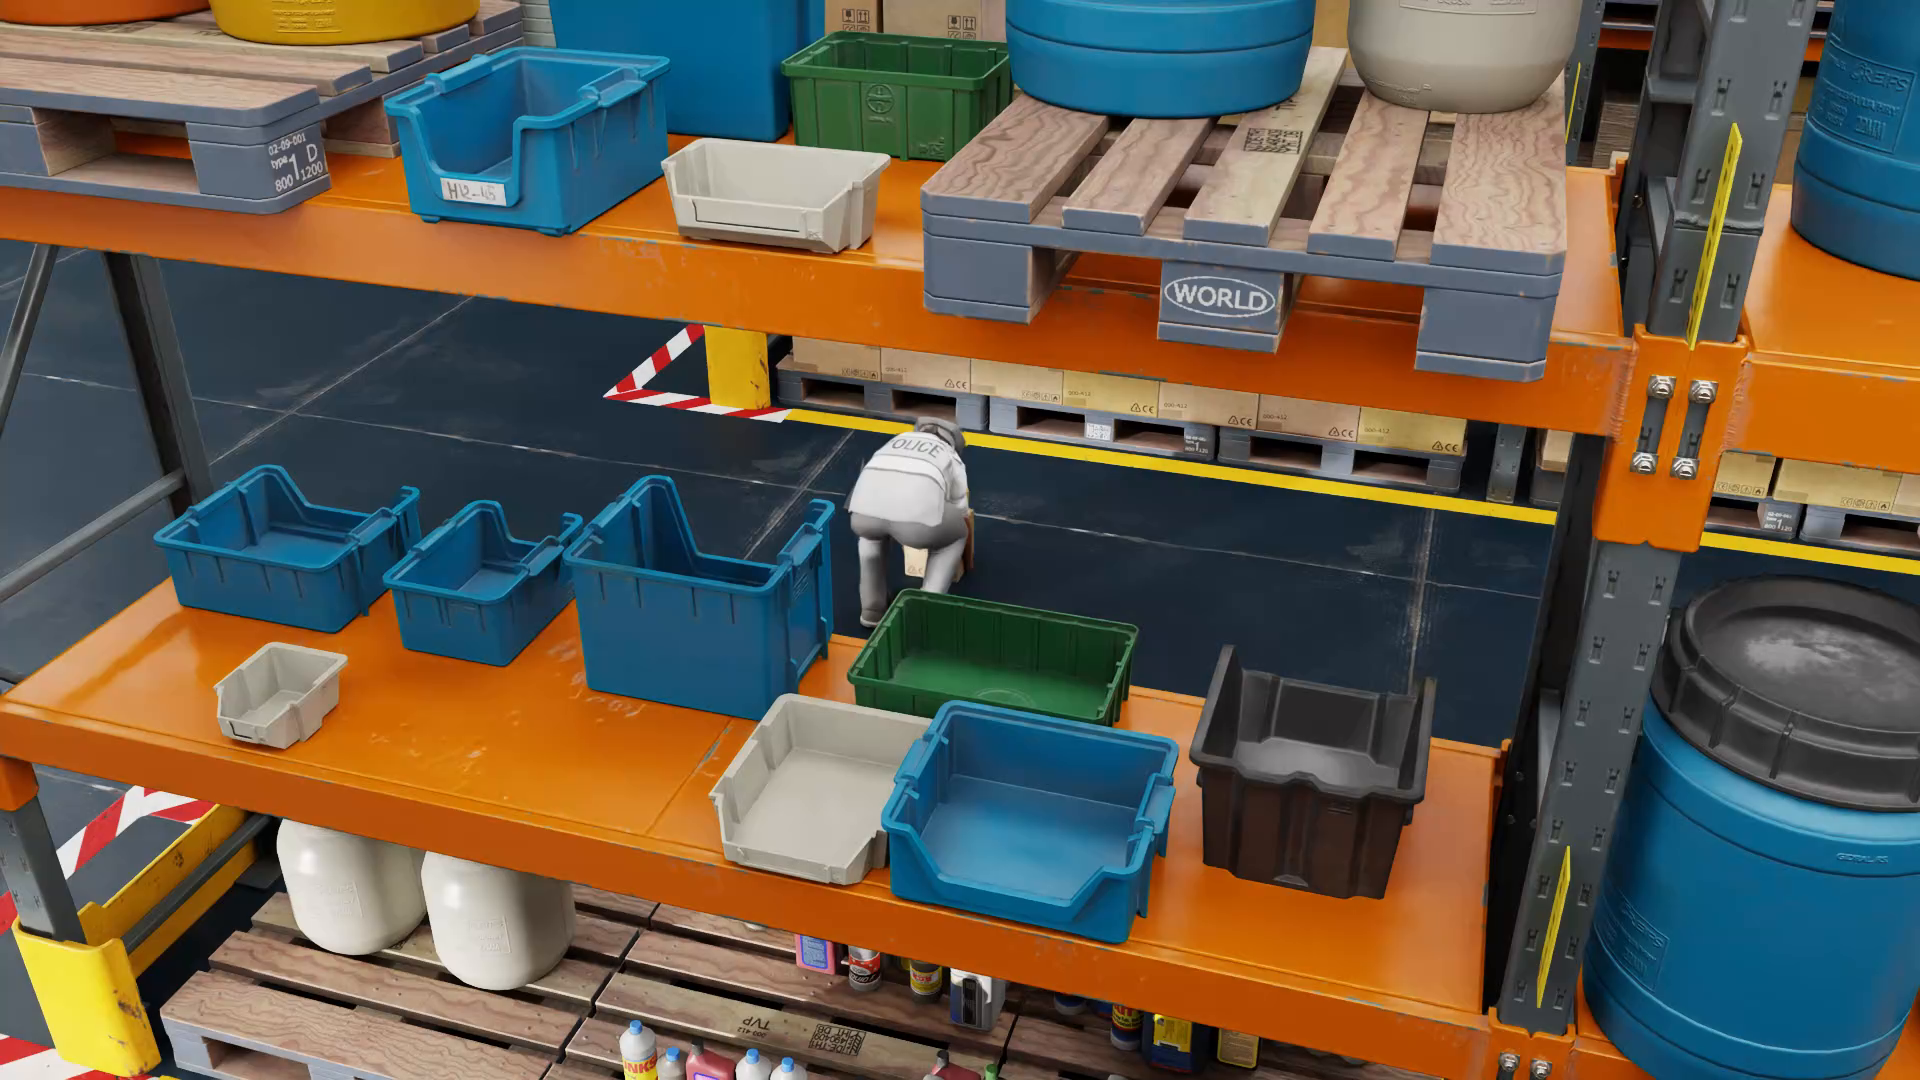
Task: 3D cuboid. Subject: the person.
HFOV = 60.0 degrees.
[{"bbox_3d":[-0.198,-0.078,7.162,0.471,0.823,0.921,8,30,13],"label":"person"}]
